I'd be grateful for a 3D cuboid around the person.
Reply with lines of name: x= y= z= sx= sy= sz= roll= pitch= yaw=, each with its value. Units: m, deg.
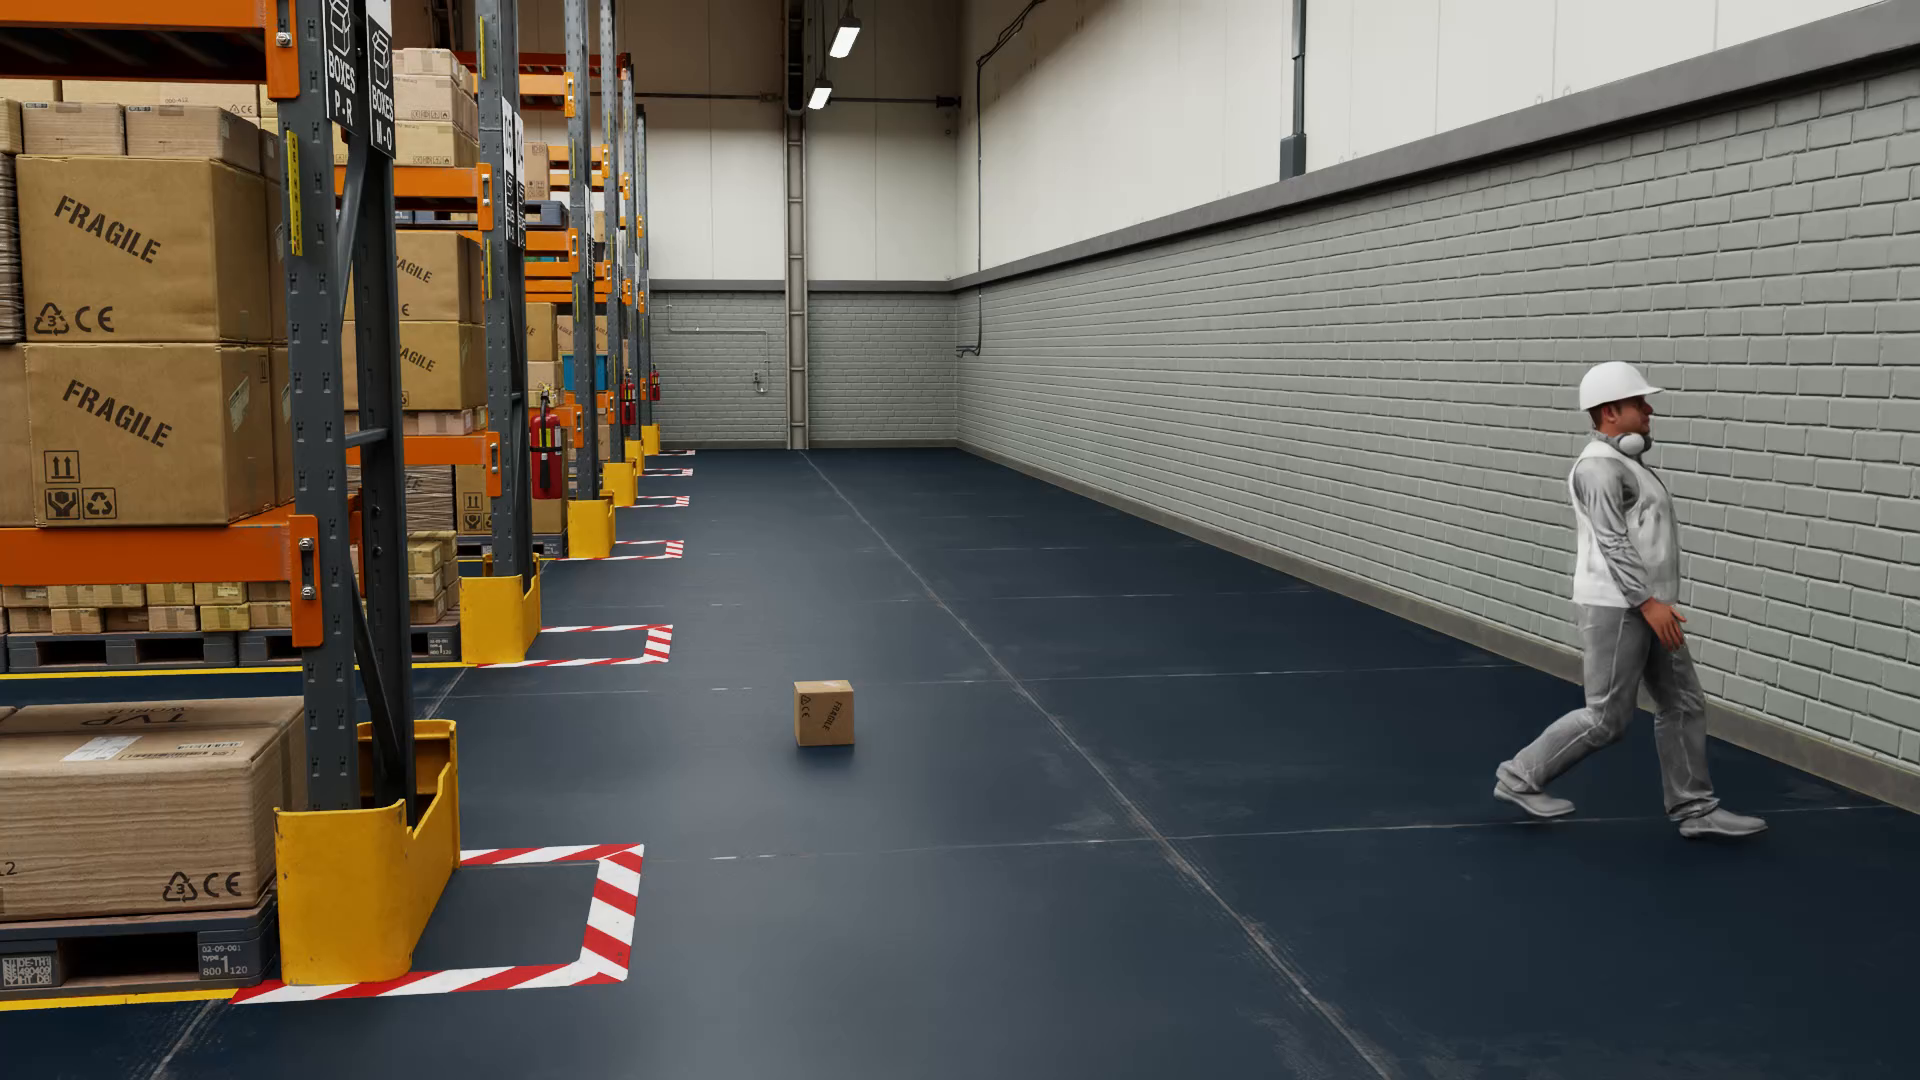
person: x=2.463 y=0.225 z=6.047 sx=0.919 sy=1.736 sz=0.554 roll=4 pitch=8 yaw=32
